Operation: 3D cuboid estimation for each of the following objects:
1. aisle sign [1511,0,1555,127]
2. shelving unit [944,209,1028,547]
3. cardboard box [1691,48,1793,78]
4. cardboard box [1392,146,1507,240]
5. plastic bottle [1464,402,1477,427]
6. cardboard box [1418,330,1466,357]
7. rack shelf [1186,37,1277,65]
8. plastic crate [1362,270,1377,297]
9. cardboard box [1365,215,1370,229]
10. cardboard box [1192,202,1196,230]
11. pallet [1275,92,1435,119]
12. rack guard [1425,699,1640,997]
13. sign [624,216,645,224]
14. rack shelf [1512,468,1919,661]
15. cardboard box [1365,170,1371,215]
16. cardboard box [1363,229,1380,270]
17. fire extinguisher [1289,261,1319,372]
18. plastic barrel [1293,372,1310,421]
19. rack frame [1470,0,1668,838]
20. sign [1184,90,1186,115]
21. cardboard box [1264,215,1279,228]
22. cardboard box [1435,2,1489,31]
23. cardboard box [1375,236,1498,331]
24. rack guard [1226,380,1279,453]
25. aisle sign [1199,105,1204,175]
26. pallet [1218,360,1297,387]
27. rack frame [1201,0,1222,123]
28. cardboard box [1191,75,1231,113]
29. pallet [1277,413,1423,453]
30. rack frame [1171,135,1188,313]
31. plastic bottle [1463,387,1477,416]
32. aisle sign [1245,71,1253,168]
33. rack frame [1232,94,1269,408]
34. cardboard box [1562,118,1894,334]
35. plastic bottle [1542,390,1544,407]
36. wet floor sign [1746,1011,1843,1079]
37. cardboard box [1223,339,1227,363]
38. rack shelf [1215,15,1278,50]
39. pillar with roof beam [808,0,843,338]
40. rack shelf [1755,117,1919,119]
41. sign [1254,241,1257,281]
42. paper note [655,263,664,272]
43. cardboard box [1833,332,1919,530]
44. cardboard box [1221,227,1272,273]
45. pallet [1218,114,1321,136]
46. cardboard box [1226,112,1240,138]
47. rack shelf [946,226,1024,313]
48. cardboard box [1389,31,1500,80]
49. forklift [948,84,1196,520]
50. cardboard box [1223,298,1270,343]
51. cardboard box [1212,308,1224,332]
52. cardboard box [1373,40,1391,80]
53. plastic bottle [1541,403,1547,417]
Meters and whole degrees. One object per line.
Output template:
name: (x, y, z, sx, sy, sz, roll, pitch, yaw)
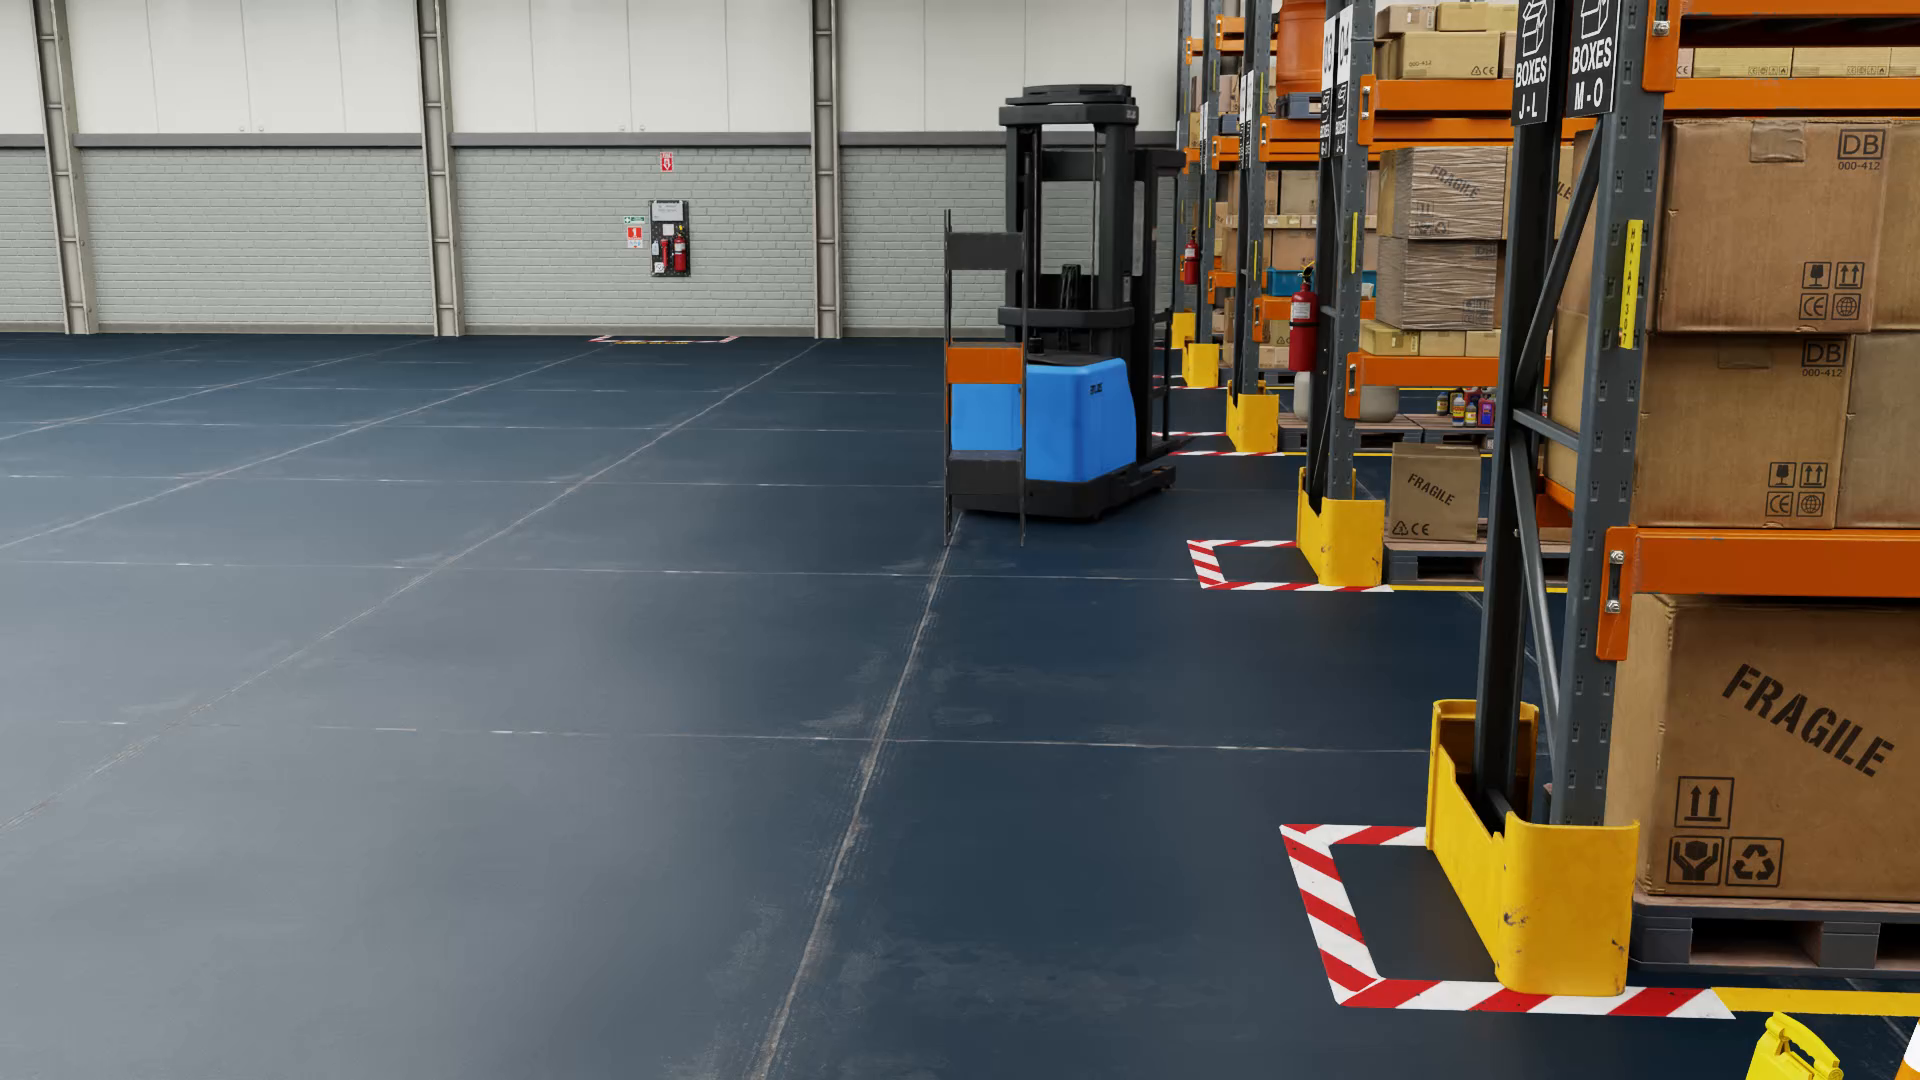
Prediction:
aisle sign: (1.720, -1.645, 4.954, 0.004, 0.787, 0.394, 1, 12, 4)
shelving unit: (0.165, -1.025, 10.542, 0.503, 2.100, 0.431, 1, 12, 4)
cardboard box: (4.195, -2.638, 9.092, 0.500, 0.250, 0.500, 1, 12, 5)
cardboard box: (2.733, -1.942, 9.315, 0.500, 0.500, 0.500, 1, 12, 4)
plastic bottle: (4.425, -1.089, 14.409, 0.097, 0.201, 0.097, 0, 12, 0)
cardboard box: (2.719, -1.139, 9.500, 0.250, 0.149, 0.380, 1, 12, 4)
rack shelf: (5.191, -6.913, 23.602, 4.000, 0.370, 1.077, 1, 12, 4)
plastic crate: (3.700, -2.305, 14.824, 0.408, 0.251, 0.499, 1, 12, 4)
cardboard box: (4.530, -3.645, 19.040, 0.250, 0.149, 0.380, 1, 12, 3)
cardboard box: (3.680, -4.698, 24.386, 0.500, 0.500, 0.500, 1, 12, 3)
pallet: (3.352, -3.678, 14.160, 1.213, 0.211, 1.003, 1, 12, 4)
rack guard: (1.746, 0.913, 5.181, 0.348, 0.500, 1.175, 1, 12, 4)
sign: (-5.039, -4.952, 25.733, 0.331, 0.109, 0.001, 1, 12, 4)
rack shelf: (3.766, 0.070, 4.866, 4.000, 0.370, 1.077, 1, 12, 4)
cardboard box: (4.414, -4.007, 19.184, 0.500, 0.500, 0.700, 1, 12, 4)
cardboard box: (4.878, -3.365, 19.283, 0.500, 0.500, 0.700, 1, 12, 5)
fire extinguisher: (2.119, -1.380, 10.226, 0.183, 0.674, 0.296, 1, 12, 4)
plastic barrel: (3.195, -1.328, 14.841, 0.421, 0.512, 0.421, 0, 12, 0)
rack frame: (1.770, -0.310, 4.923, 0.127, 3.000, 1.000, 1, 12, 4)
sign: (3.159, -6.143, 23.347, 0.005, 0.325, 0.100, 1, 12, 4)
cardboard box: (3.509, -3.659, 19.108, 0.250, 0.149, 0.380, 0, 12, 2)
cardboard box: (2.714, -2.837, 9.073, 0.250, 0.149, 0.380, 1, 12, 5)
cardboard box: (2.749, -1.503, 9.657, 0.500, 0.500, 0.875, 1, 12, 4)
rack guard: (2.612, -1.119, 14.895, 0.348, 0.500, 1.175, 1, 12, 4)
aisle sign: (2.822, -4.679, 19.460, 0.004, 0.787, 0.394, 1, 12, 4)
pallet: (3.634, -1.979, 19.711, 1.213, 0.211, 1.003, 1, 12, 4)
rack frame: (2.868, -6.282, 18.821, 0.127, 3.000, 1.000, 1, 12, 4)
cardboard box: (3.564, -6.319, 23.589, 0.500, 0.500, 0.500, 0, 12, 0)
pallet: (3.423, -0.965, 14.866, 1.213, 0.211, 1.003, 1, 12, 4)
rack frame: (3.195, -4.357, 24.273, 0.127, 3.000, 1.000, 1, 12, 4)
plastic bottle: (4.645, -1.271, 15.096, 0.135, 0.276, 0.152, 1, 12, 4)
aisle sign: (2.442, -3.547, 14.050, 0.004, 0.787, 0.394, 1, 12, 4)
rack frame: (2.533, -2.334, 14.598, 0.127, 3.000, 1.000, 1, 12, 4)
cardboard box: (2.138, -0.899, 4.735, 0.550, 0.550, 0.875, 1, 12, 4)
plastic bottle: (5.150, -1.235, 14.922, 0.135, 0.276, 0.152, 1, 12, 4)
wet floor sign: (1.609, 1.247, 3.232, 0.232, 0.644, 0.267, -1, 12, -6)
cardboard box: (3.423, -2.258, 19.927, 0.500, 0.250, 0.500, 1, 12, 4)
rack shelf: (4.864, -5.707, 18.805, 4.000, 0.370, 1.077, 1, 12, 4)
pillar with roof beam: (-2.323, -6.664, 20.646, 0.400, 9.000, 9.100, 1, 12, 4)
rack shelf: (8.520, -3.368, 13.972, 4.000, 0.370, 1.077, 1, 12, 4)
sign: (2.492, -2.357, 14.032, 0.005, 0.325, 0.100, 1, 12, 4)
paper note: (-4.670, -4.234, 25.833, 0.142, 0.148, 0.016, 1, 12, 4)
cardboard box: (2.694, -0.384, 4.913, 0.550, 0.550, 0.875, 1, 12, 4)
cardboard box: (3.333, -3.385, 19.382, 0.500, 0.500, 0.700, 1, 12, 4)
pallet: (3.572, -4.755, 19.065, 1.213, 0.211, 1.003, 1, 12, 4)
cardboard box: (4.046, -5.814, 23.618, 0.500, 0.500, 0.500, 2, 12, 8)
rack shelf: (0.165, -1.697, 10.402, 0.480, 0.518, 0.431, 1, 12, 4)
cardboard box: (2.666, -2.657, 9.185, 0.500, 0.250, 0.500, 1, 12, 5)
forklift: (1.000, -1.828, 12.347, 1.130, 2.935, 3.031, 6, 13, 25)
cardboard box: (3.423, -2.626, 19.852, 0.500, 0.500, 0.500, 1, 12, 4)
cardboard box: (3.880, -3.229, 24.370, 0.500, 0.311, 0.500, -1, 12, -3)
cardboard box: (2.701, -2.762, 9.685, 0.500, 0.250, 0.500, 1, 12, 5)
plastic bottle: (5.067, -1.080, 14.367, 0.097, 0.201, 0.097, 0, 12, 0)
